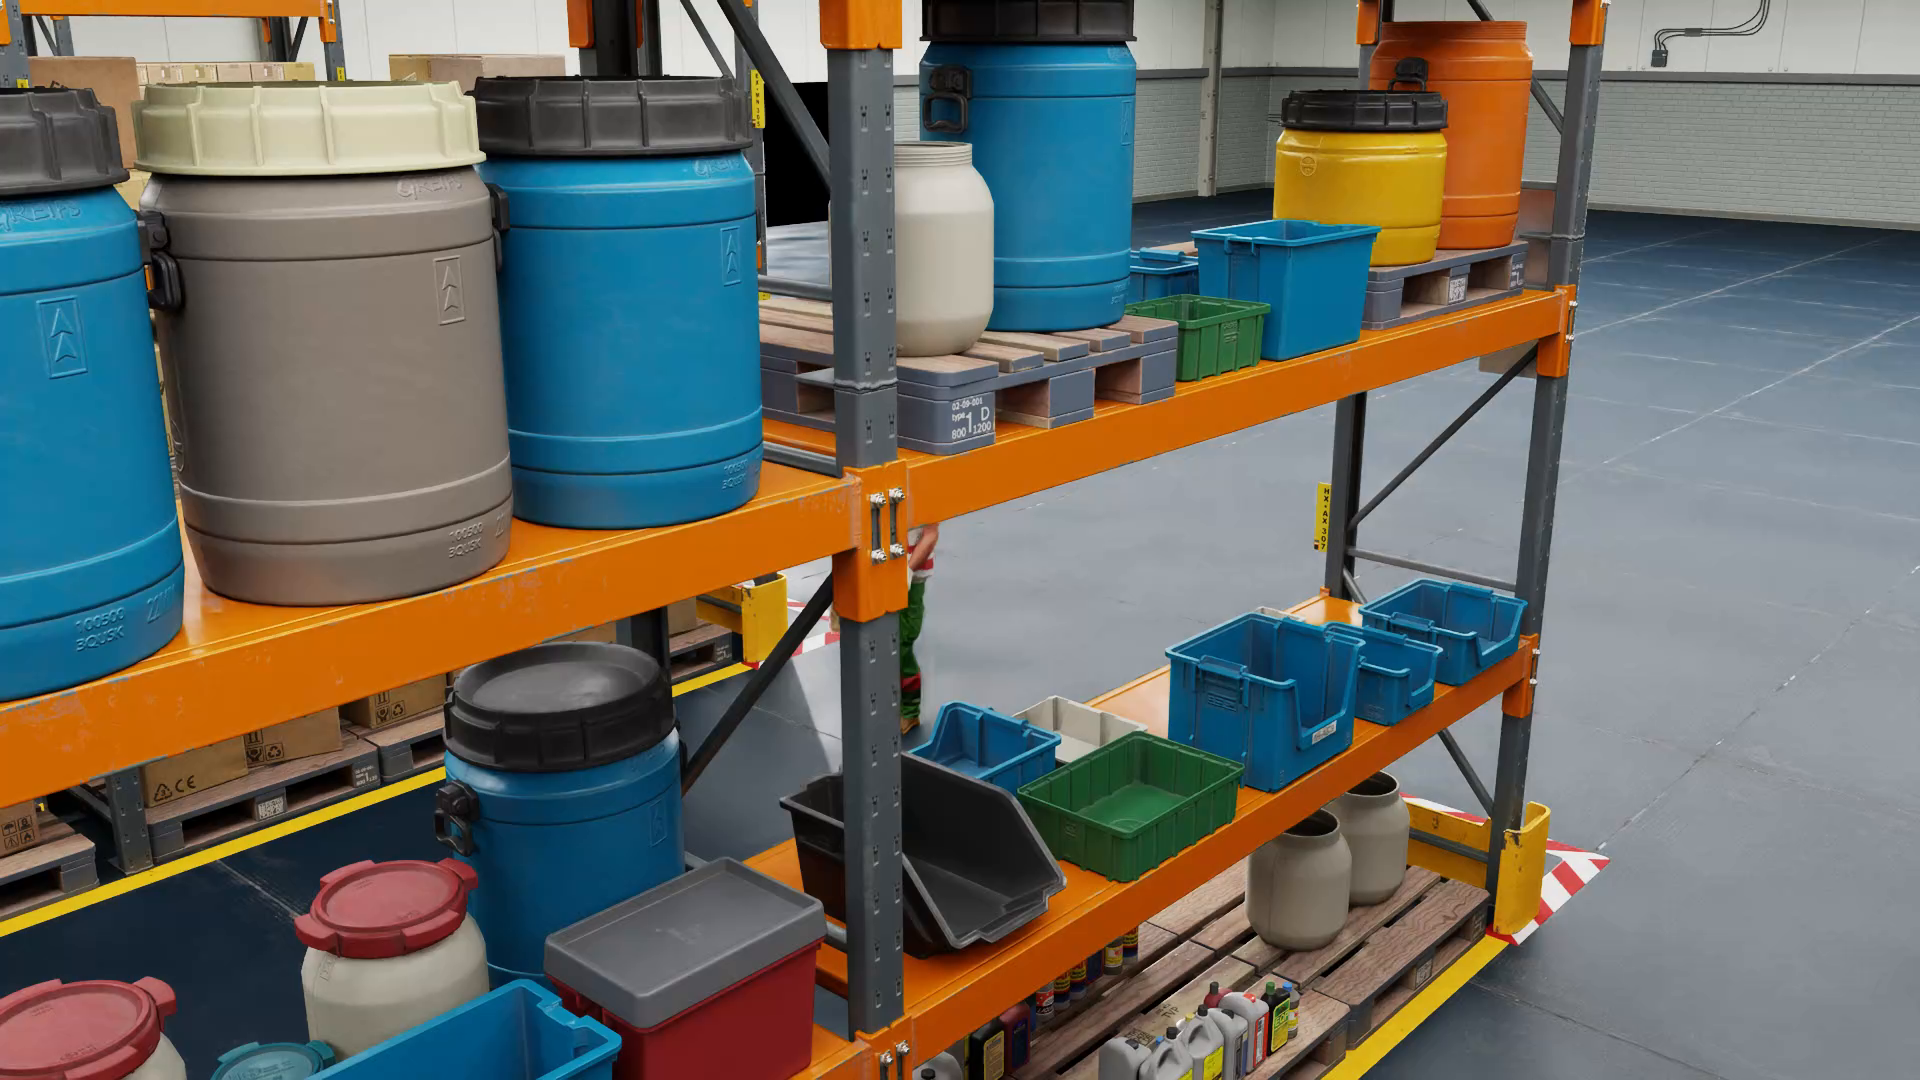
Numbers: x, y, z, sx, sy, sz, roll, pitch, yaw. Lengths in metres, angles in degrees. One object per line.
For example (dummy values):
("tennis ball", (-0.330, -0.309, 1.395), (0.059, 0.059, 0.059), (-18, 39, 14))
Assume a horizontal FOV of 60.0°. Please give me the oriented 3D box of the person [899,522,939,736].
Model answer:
("person", (-0.389, 0.206, 9.326), (0.415, 1.782, 0.591), (-15, 22, -40))
